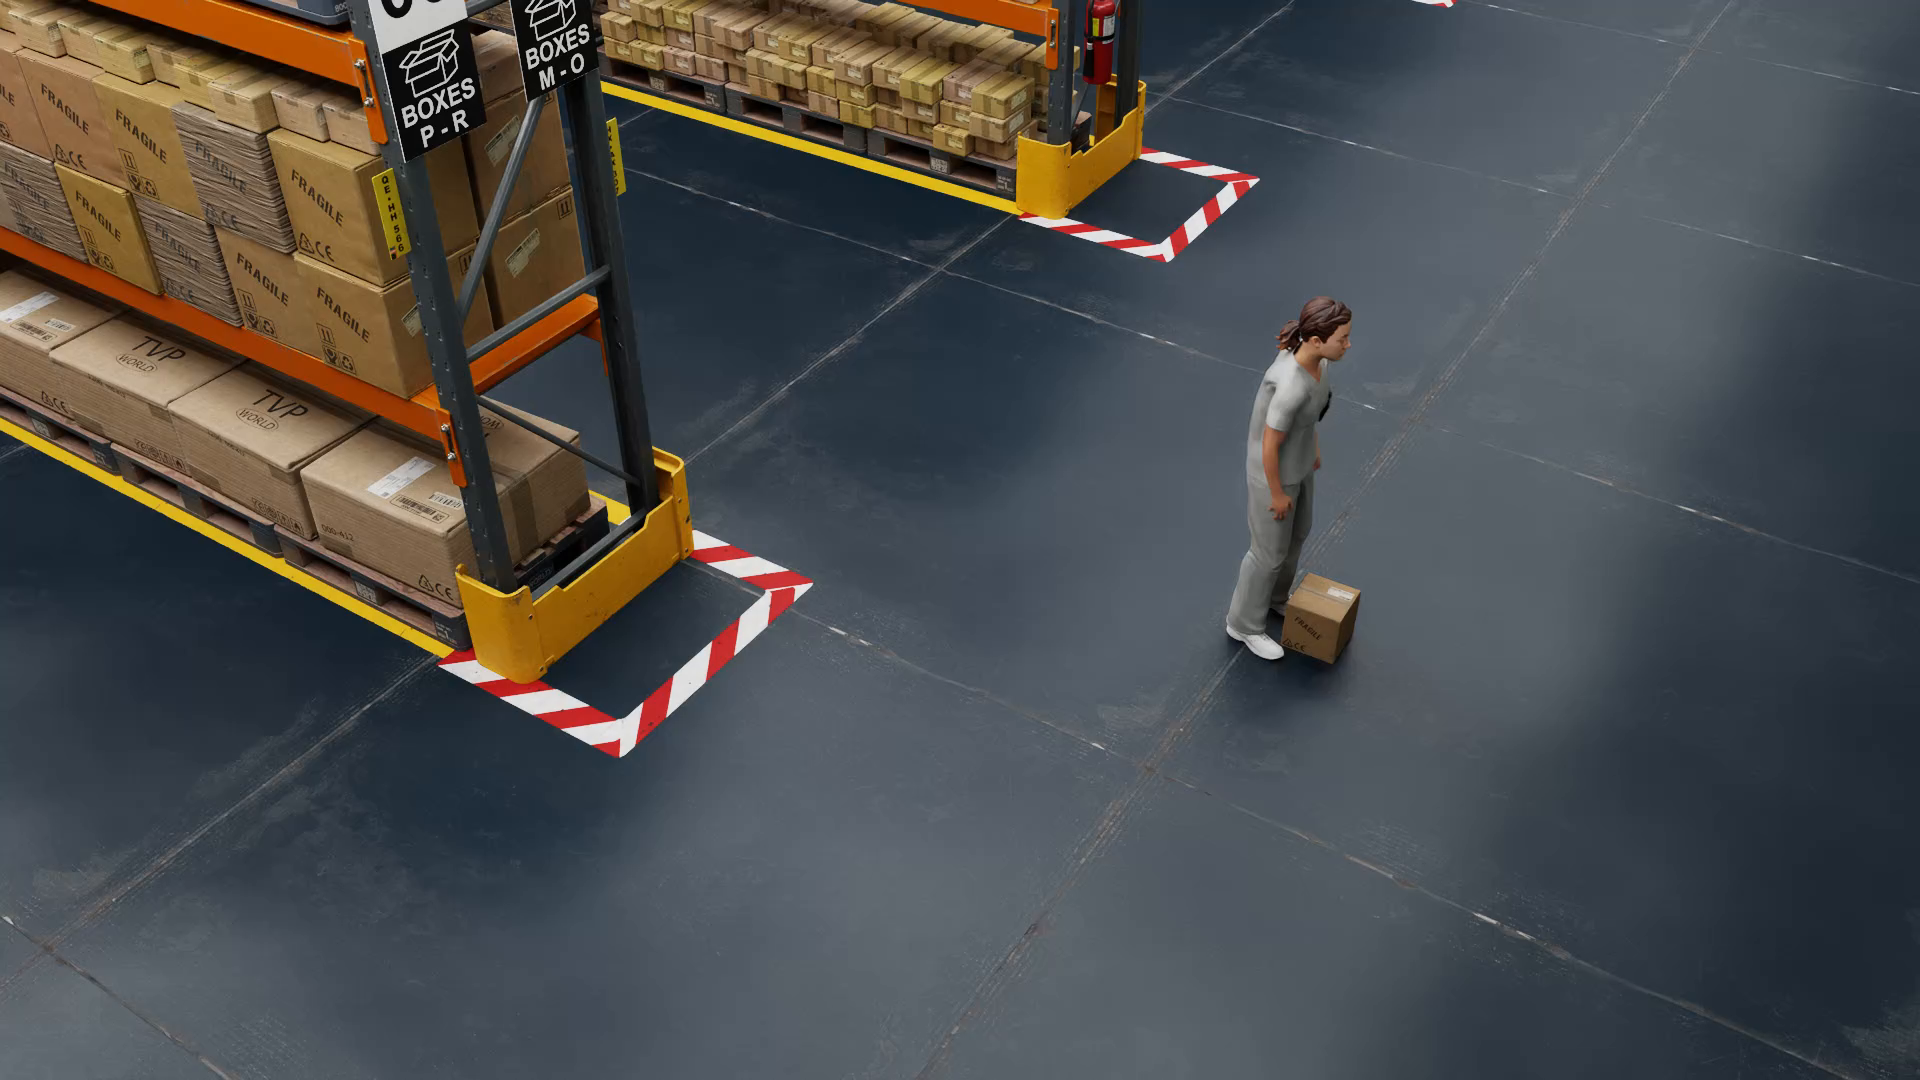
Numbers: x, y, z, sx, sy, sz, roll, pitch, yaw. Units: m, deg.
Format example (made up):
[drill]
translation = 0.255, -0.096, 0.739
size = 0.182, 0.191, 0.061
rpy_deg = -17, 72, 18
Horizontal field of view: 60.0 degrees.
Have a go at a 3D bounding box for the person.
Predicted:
[person]
translation = 1.391, -0.290, 7.044
size = 0.353, 1.673, 0.511
rpy_deg = 20, 43, 23
